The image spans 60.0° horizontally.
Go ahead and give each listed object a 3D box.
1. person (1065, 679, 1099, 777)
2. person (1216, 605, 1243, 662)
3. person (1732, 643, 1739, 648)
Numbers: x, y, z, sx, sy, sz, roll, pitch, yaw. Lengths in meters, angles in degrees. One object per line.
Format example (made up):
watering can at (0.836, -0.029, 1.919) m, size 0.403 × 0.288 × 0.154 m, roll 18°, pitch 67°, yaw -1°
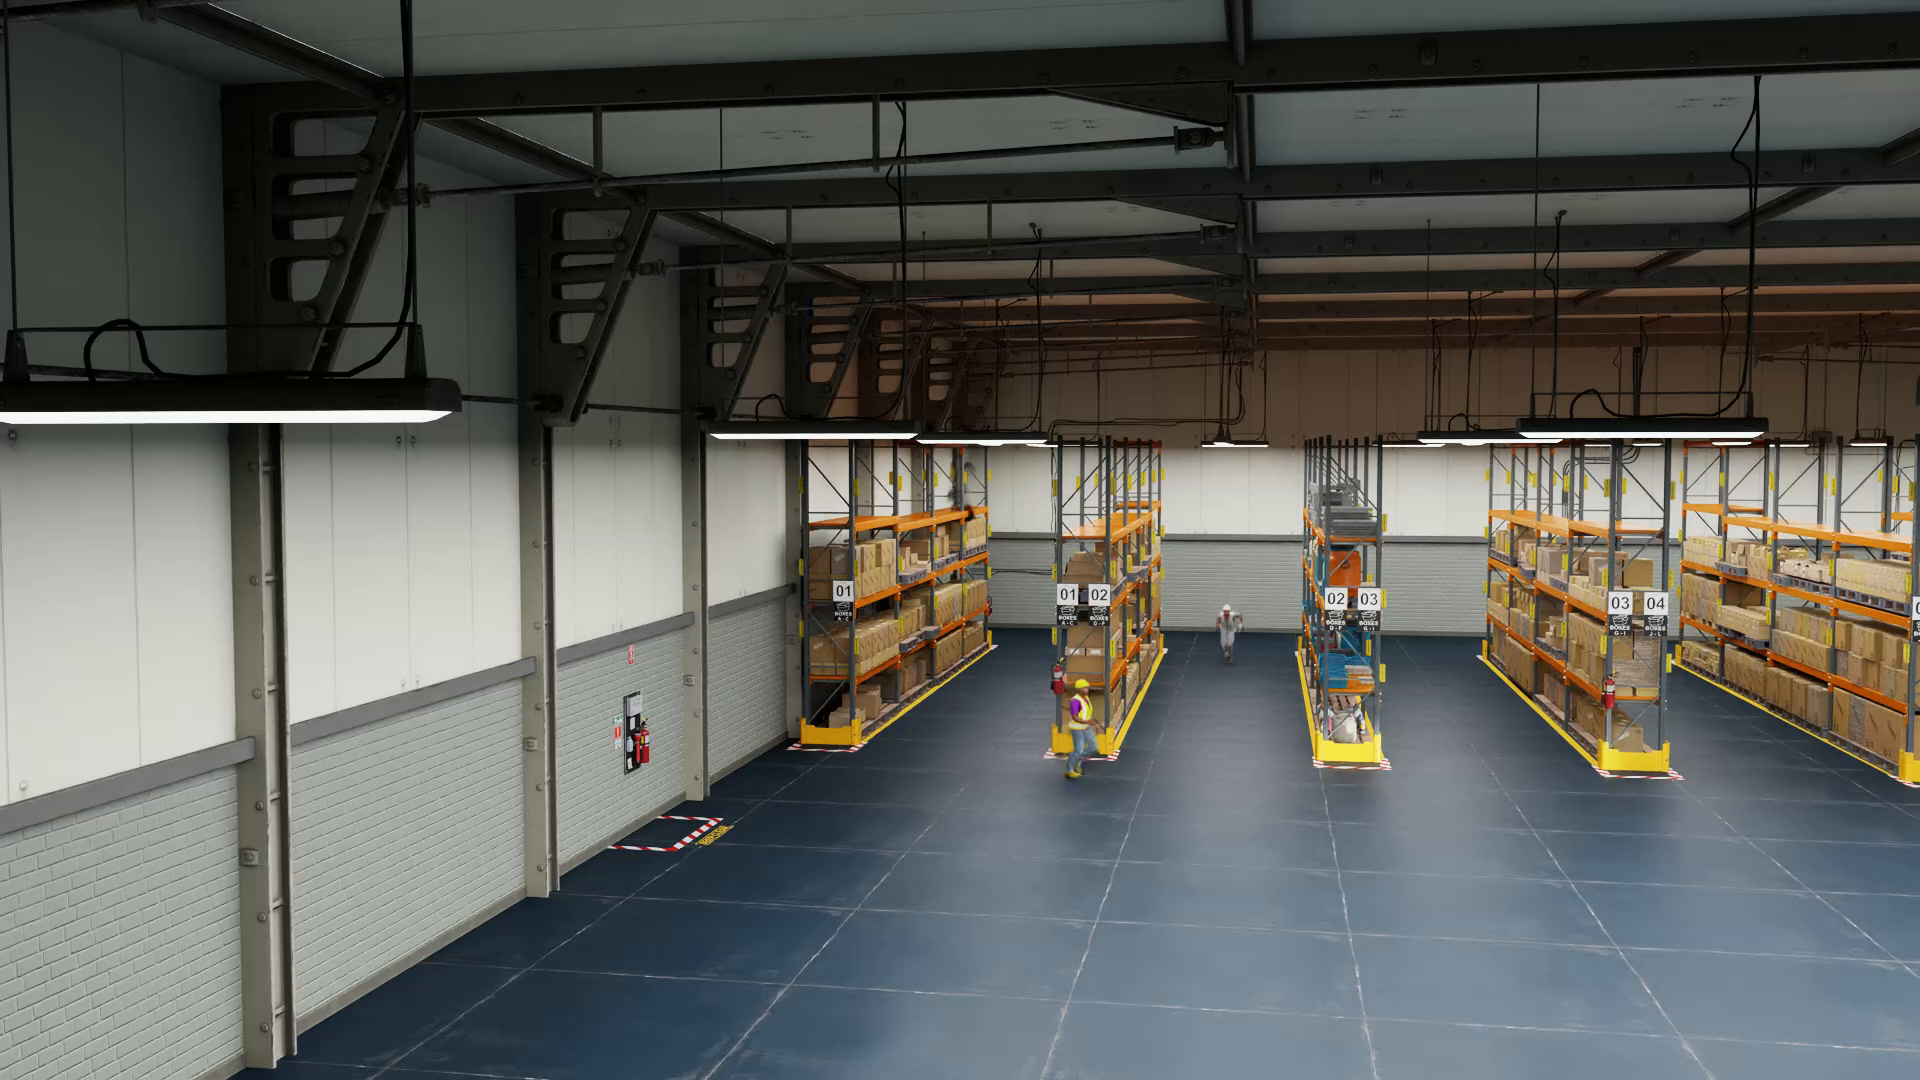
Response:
person at (2.147, 3.279, 28.986) m, size 0.700 × 1.716 × 0.682 m, roll 2°, pitch 4°, yaw 31°
person at (7.200, 2.508, 44.460) m, size 0.701 × 1.599 × 0.909 m, roll 1°, pitch 3°, yaw 16°
person at (21.093, 2.481, 44.877) m, size 0.689 × 1.628 × 0.925 m, roll -2°, pitch 4°, yaw -30°
